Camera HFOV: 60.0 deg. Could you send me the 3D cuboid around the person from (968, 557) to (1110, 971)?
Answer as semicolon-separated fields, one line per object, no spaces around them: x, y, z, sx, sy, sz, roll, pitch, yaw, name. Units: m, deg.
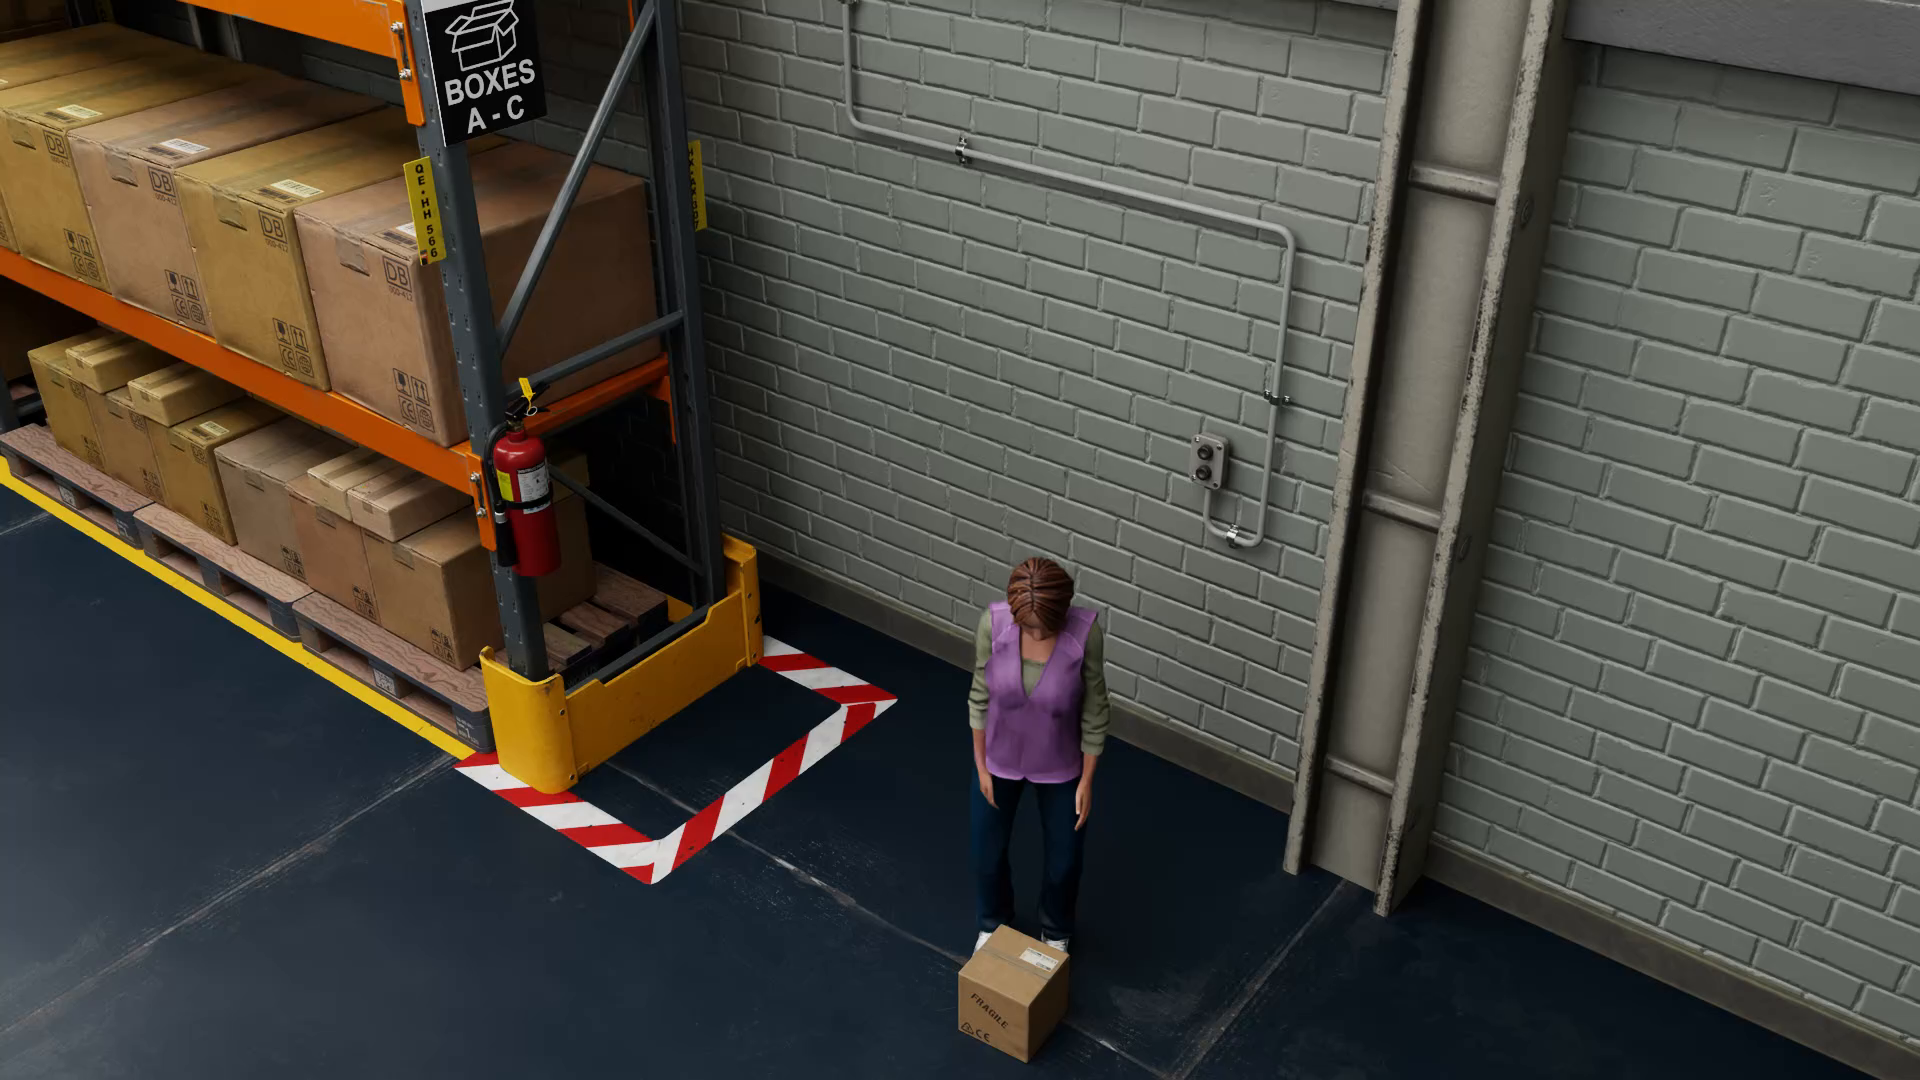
0.235;0.711;5.050;0.423;1.532;0.367;5;32;9;person
